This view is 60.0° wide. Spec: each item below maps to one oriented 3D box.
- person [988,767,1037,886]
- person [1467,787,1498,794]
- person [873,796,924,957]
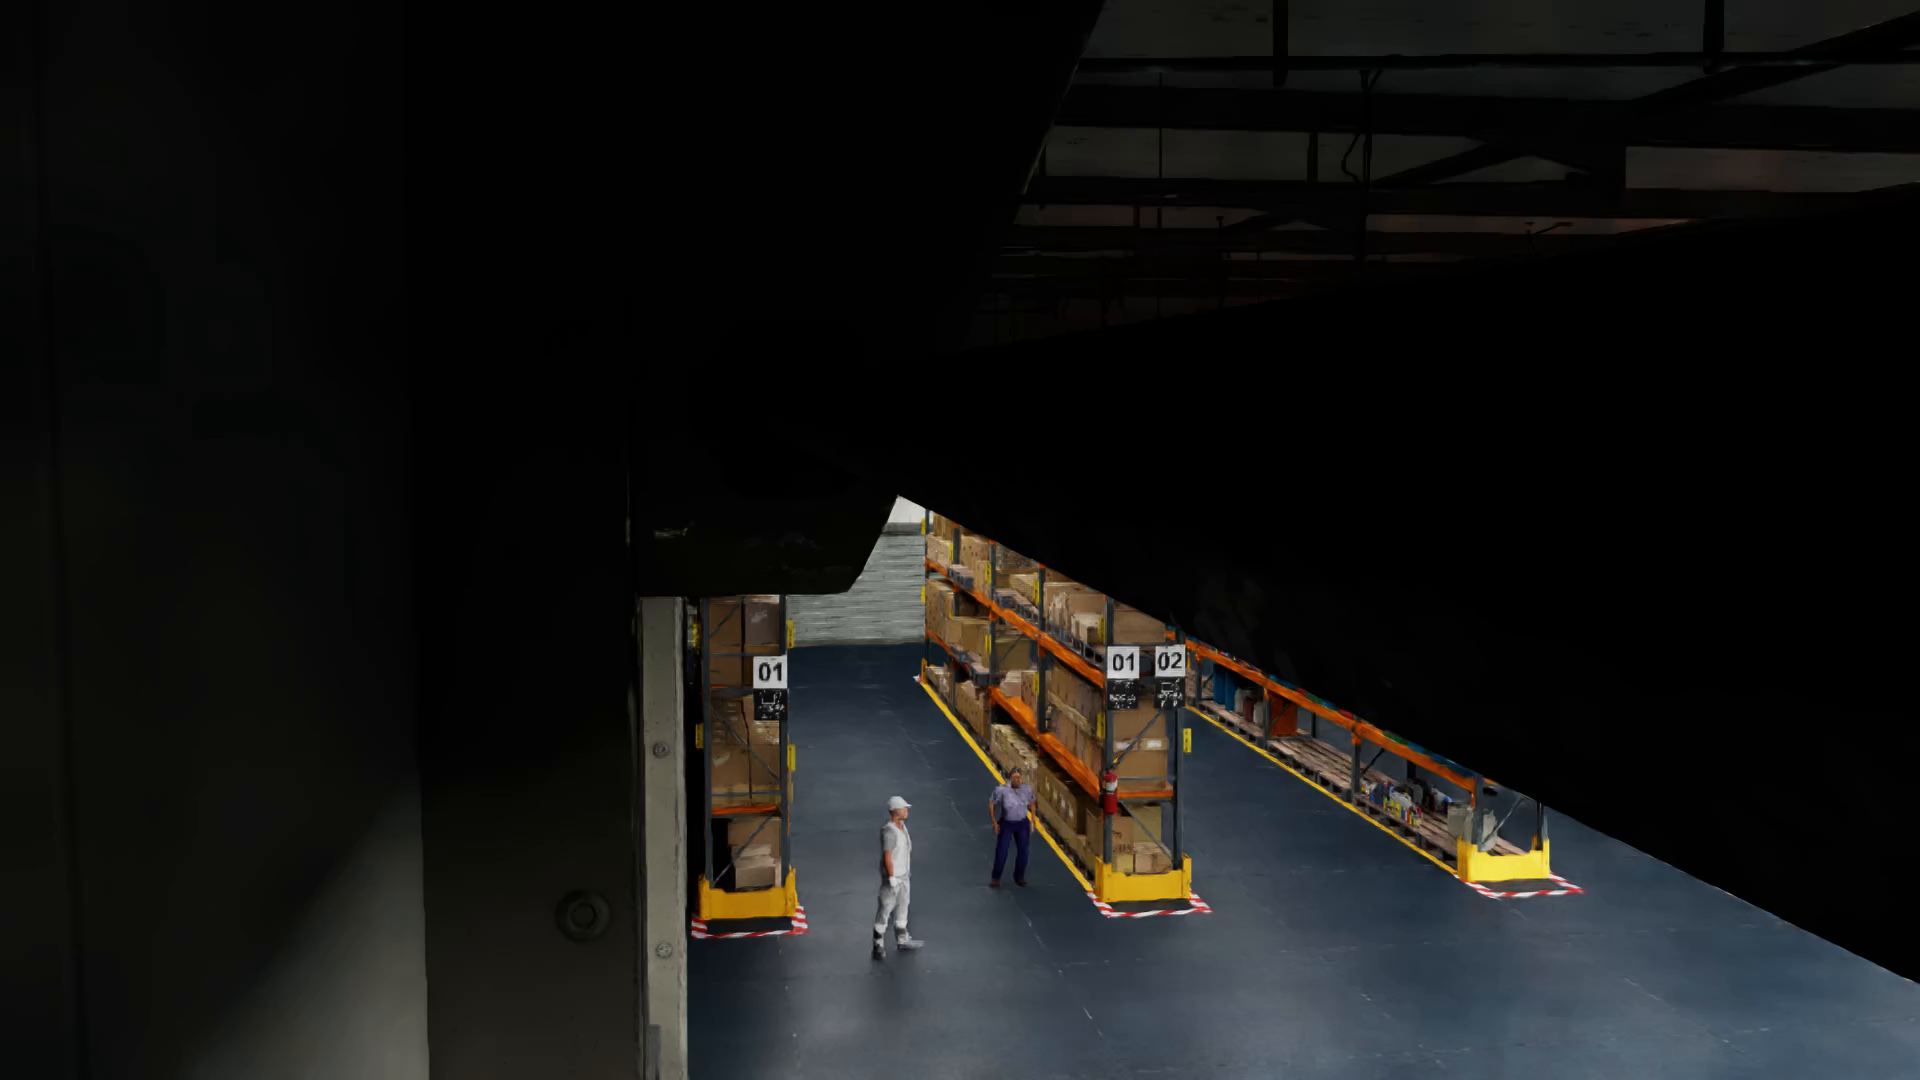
[{"bbox_3d":[0.674,3.666,21.334,0.625,1.596,0.510,-1,5,-11],"label":"person"},{"bbox_3d":[8.323,3.198,26.210,0.677,1.674,0.534,-1,5,-11],"label":"person"},{"bbox_3d":[-0.724,3.781,18.784,0.476,1.795,0.632,2,5,19],"label":"person"}]
